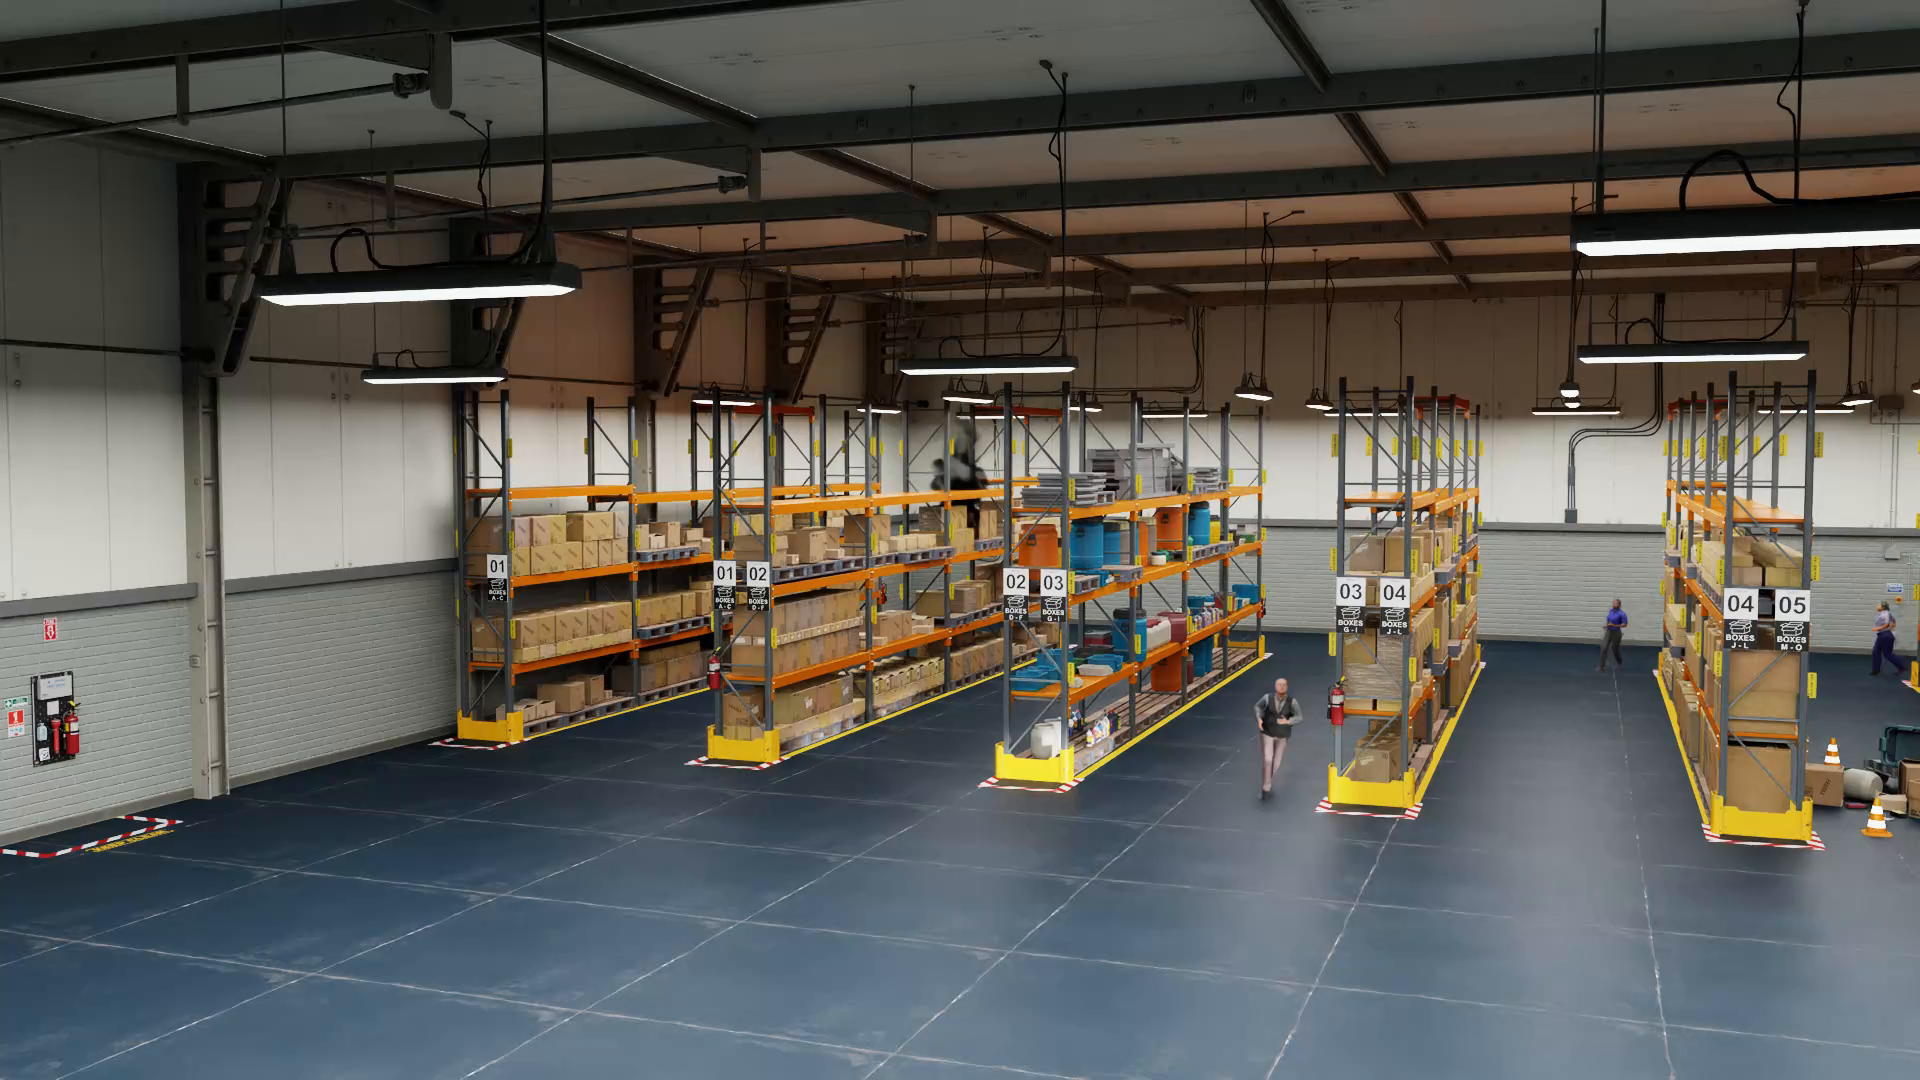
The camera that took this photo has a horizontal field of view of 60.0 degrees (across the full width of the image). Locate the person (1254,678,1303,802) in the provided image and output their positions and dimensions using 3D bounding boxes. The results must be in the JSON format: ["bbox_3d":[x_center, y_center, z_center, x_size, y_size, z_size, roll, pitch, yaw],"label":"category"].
[{"bbox_3d":[4.579,2.845,23.935,0.681,1.725,0.896,0,3,7],"label":"person"}]

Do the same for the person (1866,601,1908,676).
[{"bbox_3d":[20.271,2.182,36.347,0.781,1.679,0.599,2,4,27],"label":"person"}]

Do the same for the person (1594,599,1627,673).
[{"bbox_3d":[14.685,2.146,37.218,0.855,1.640,0.594,-2,4,-34],"label":"person"}]
